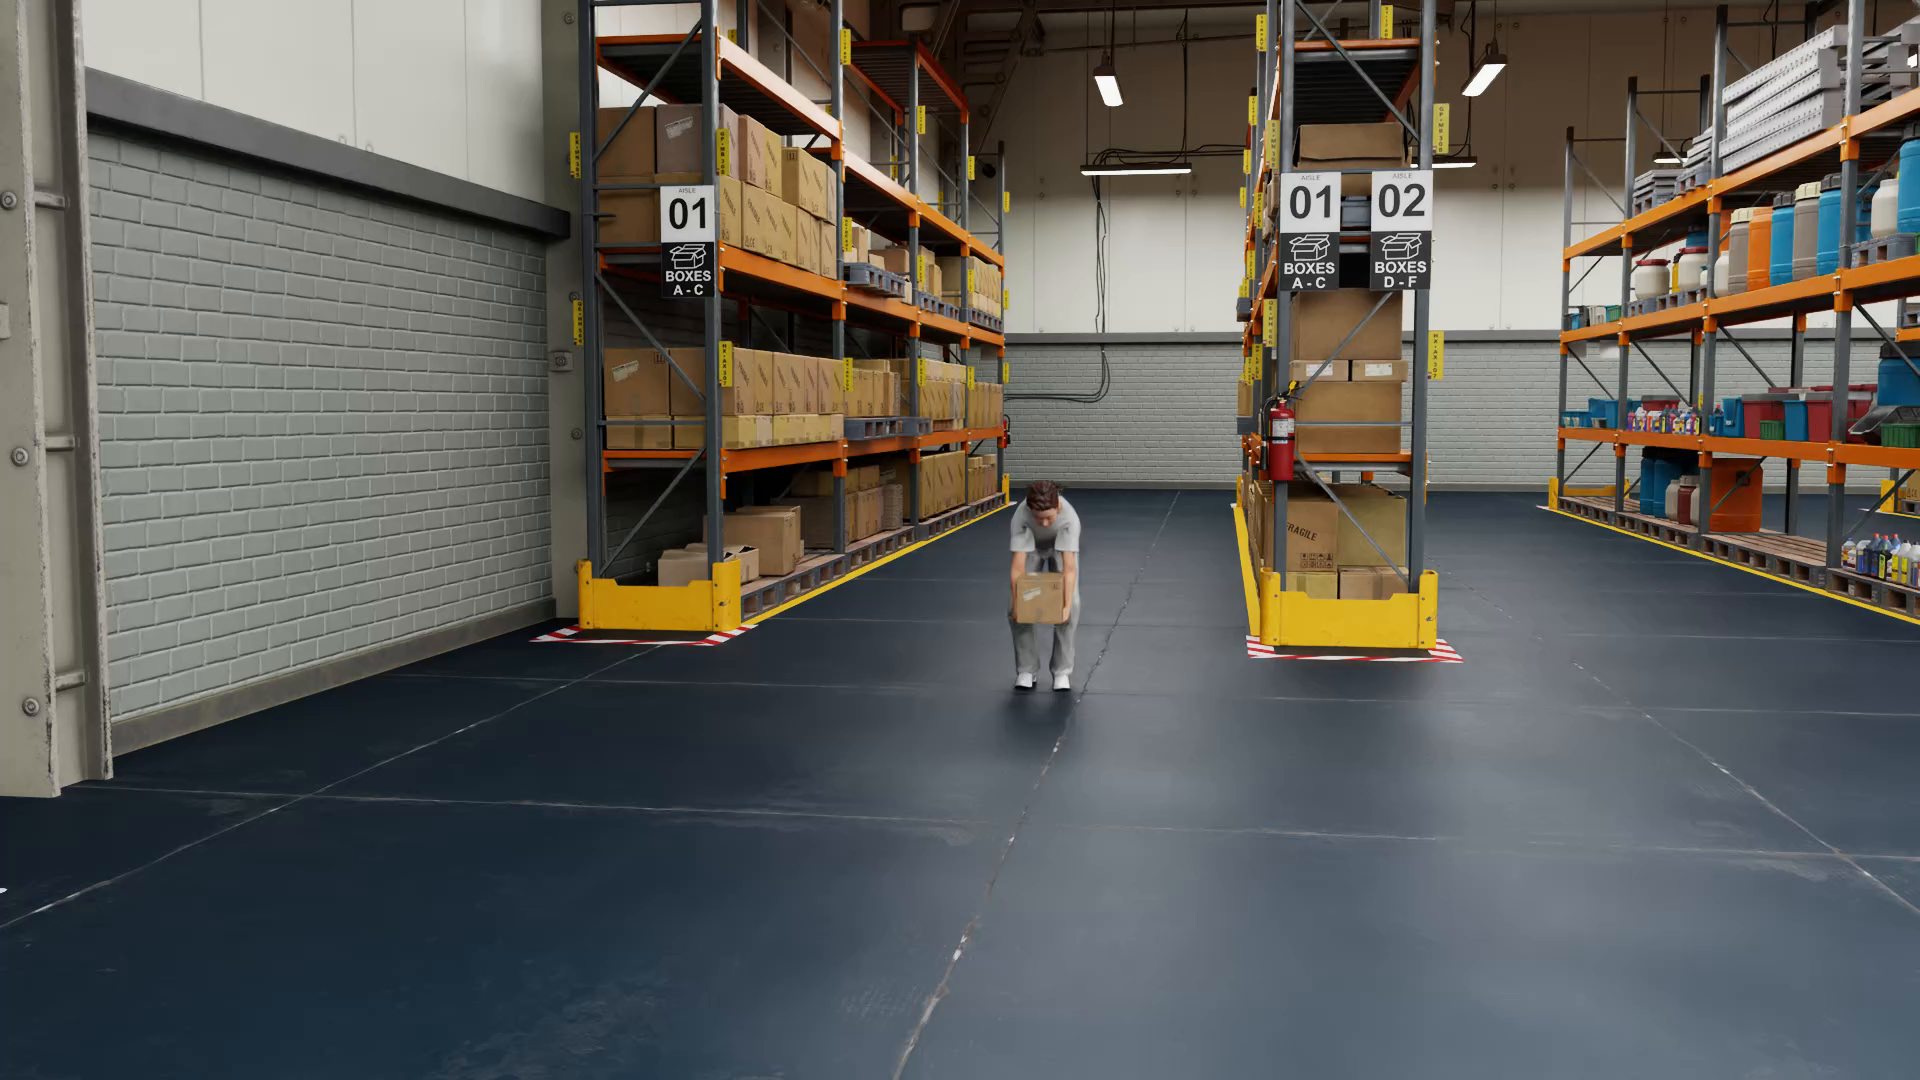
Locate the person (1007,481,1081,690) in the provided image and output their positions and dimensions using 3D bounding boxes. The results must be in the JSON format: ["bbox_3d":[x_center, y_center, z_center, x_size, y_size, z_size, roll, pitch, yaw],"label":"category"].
[{"bbox_3d":[0.476,0.261,9.489,0.429,1.217,0.836,1,5,7],"label":"person"}]
